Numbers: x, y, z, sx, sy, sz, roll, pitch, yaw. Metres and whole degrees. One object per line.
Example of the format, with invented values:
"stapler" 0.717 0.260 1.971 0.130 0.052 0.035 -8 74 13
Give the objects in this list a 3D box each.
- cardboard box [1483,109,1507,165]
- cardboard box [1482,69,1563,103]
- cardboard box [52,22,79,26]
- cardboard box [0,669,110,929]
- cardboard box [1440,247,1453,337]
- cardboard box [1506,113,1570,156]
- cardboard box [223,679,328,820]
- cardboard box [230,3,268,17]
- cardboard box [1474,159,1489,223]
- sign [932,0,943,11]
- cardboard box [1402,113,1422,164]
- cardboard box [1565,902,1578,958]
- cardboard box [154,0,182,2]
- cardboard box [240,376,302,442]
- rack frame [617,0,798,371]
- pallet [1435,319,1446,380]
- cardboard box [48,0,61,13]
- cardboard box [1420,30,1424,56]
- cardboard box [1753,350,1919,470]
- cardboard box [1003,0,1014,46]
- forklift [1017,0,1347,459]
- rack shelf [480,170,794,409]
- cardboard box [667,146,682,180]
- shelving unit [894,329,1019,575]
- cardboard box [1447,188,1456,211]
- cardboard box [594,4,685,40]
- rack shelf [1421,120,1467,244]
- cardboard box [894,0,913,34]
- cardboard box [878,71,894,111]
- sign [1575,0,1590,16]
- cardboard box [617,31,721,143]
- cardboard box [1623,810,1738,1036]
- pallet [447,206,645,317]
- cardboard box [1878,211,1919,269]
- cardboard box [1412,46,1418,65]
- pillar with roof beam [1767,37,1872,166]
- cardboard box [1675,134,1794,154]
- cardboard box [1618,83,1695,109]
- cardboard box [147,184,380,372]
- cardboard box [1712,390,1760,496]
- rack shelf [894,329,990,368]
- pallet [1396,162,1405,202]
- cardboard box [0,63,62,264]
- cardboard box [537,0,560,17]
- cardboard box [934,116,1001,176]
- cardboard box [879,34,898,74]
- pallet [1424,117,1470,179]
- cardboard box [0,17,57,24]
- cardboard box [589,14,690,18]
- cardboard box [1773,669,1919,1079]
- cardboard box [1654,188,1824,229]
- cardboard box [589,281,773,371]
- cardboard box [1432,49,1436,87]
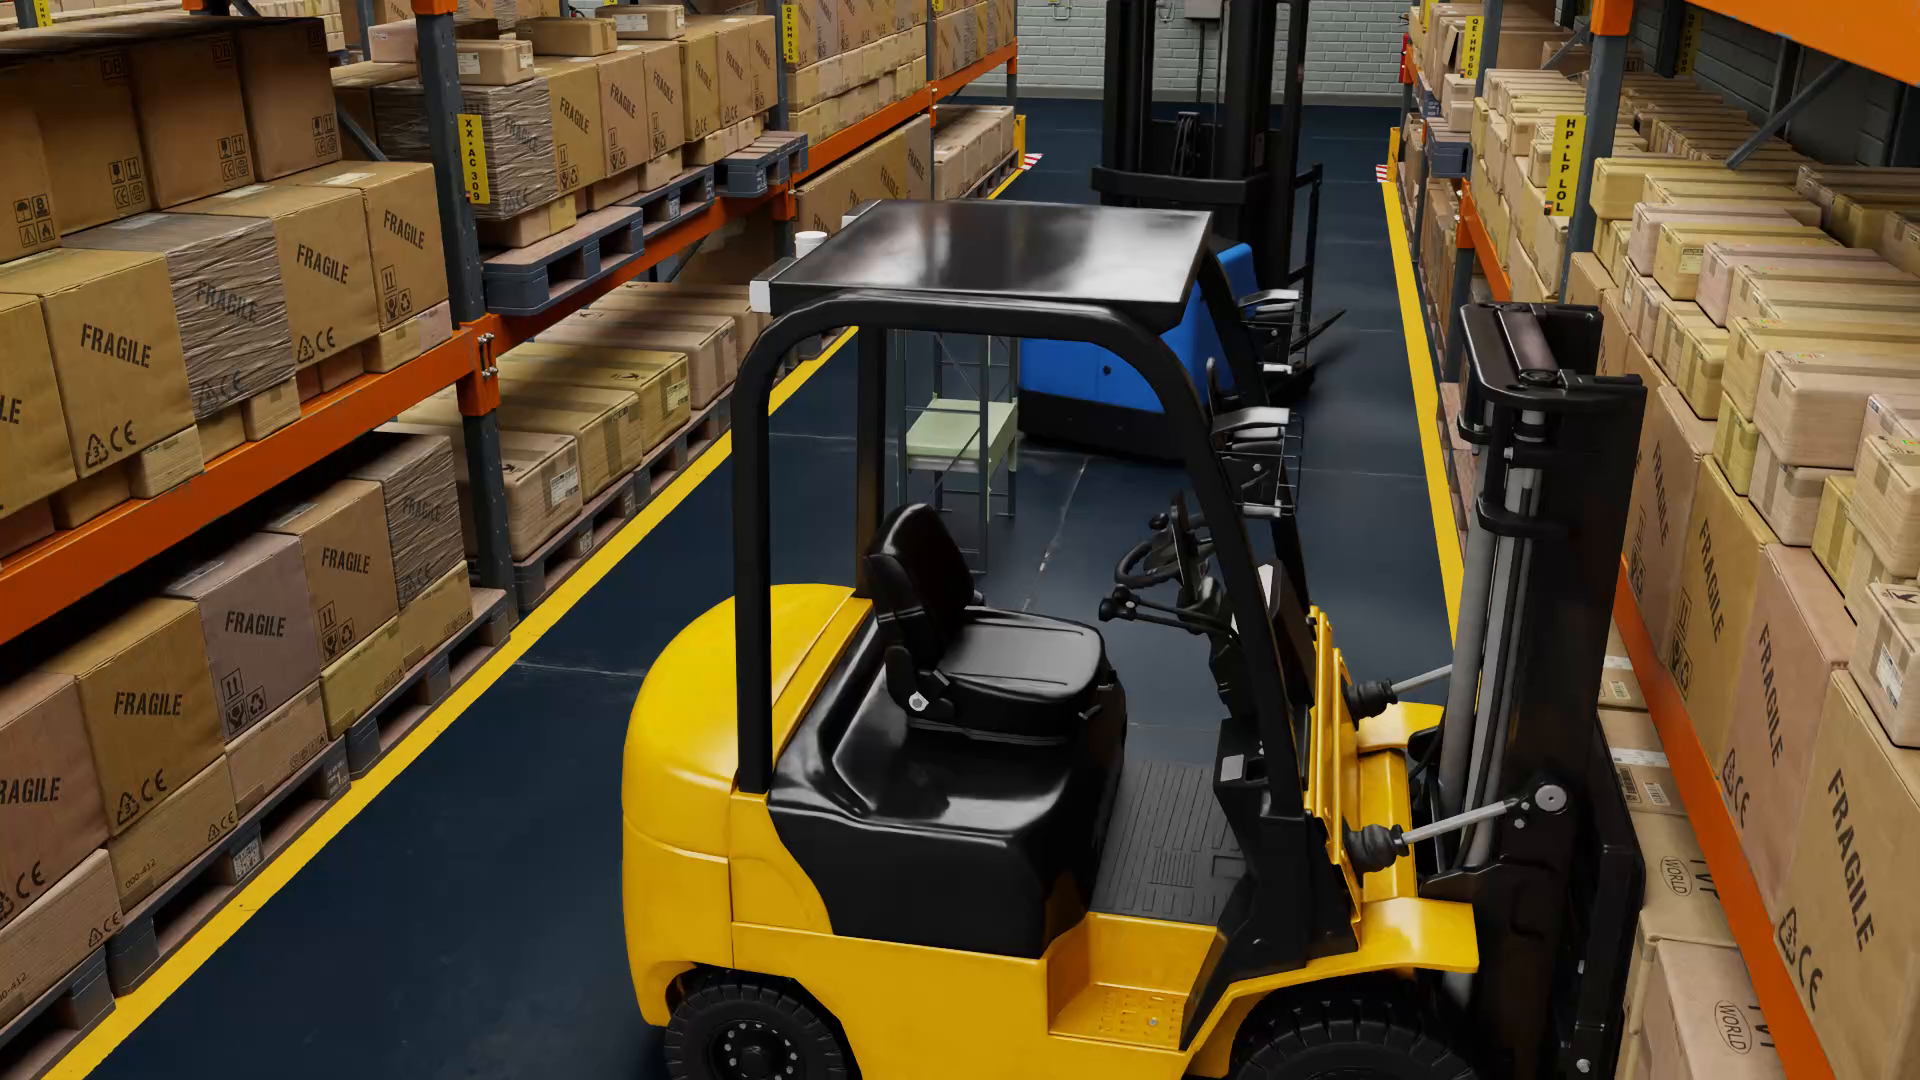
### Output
"cardboard box" 2.892 -1.980 8.285 0.500 0.250 0.500 5 23 13
"cardboard box" 2.971 -2.397 8.788 0.380 0.149 0.250 5 22 12
"cardboard box" -6.066 -3.468 11.428 0.380 0.149 0.250 4 22 9
"cardboard box" -2.626 0.663 4.306 0.500 0.500 0.500 4 22 9
"cardboard box" 3.313 -1.532 10.427 0.500 0.500 0.500 4 22 10
"cardboard box" 2.571 -1.743 7.163 0.380 0.149 0.250 4 22 9
"cardboard box" -2.416 0.640 5.367 0.500 0.250 0.500 5 22 12
"cardboard box" -5.692 -4.138 13.092 0.380 0.149 0.250 4 22 9
"cardboard box" 2.888 -1.747 8.377 0.500 0.250 0.500 4 22 10
"sign" -0.186 -4.446 13.435 0.100 0.325 0.005 4 22 11
"cardboard box" 4.740 -3.890 16.277 0.797 0.503 0.637 4 22 9
"cardboard box" 1.785 1.112 4.197 0.500 0.250 0.500 5 23 13
"cardboard box" -6.275 -4.282 13.449 0.380 0.149 0.250 4 22 10
"cardboard box" -2.323 -0.429 5.239 0.380 0.149 0.250 4 22 10
"rack frame" -1.535 -2.521 10.098 1.000 3.000 0.127 4 22 11
"pallet" 3.514 -1.121 10.353 1.003 0.211 1.213 4 22 11
"cardboard box" -9.753 -5.511 17.324 0.500 0.250 0.500 4 22 11
"cardboard box" 4.209 -4.246 14.183 0.500 0.250 0.500 4 22 11
"cardboard box" 1.674 -0.230 3.009 0.380 0.149 0.250 5 22 12
"cardboard box" 0.258 -5.296 16.856 0.500 0.500 0.500 5 22 11
"forklift" 1.507 -2.284 9.601 1.130 2.935 3.031 13 25 29
"rack shelf" -1.943 -1.456 8.416 1.077 0.370 4.000 4 22 11
"cardboard box" -1.610 -1.889 8.302 0.380 0.149 0.250 4 22 9
"shelving unit" -0.001 -0.693 7.567 0.431 1.500 0.755 4 22 11
"cardboard box" 3.602 -2.350 11.588 0.380 0.149 0.250 5 23 13
"cardboard box" -1.593 -2.581 8.285 0.380 0.149 0.250 3 22 8
"rack shelf" 3.733 -2.542 11.112 1.077 0.370 4.000 4 22 11
"cardboard box" -0.663 -4.122 12.600 0.500 0.500 0.500 5 22 12
"cardboard box" -0.790 -3.362 12.386 0.500 0.250 0.500 4 22 9
"sign" 4.685 -4.103 12.476 0.100 0.325 0.005 4 22 11
"cardboard box" -1.552 -2.338 8.549 0.500 0.500 0.500 3 22 7
"cardboard box" 1.673 0.834 3.547 0.500 0.250 0.500 5 22 12
"pallet" -2.053 -1.237 7.168 1.003 0.211 1.213 4 22 11
"cardboard box" 2.617 -0.744 4.285 0.380 0.149 0.250 4 22 10
"cardboard box" 4.310 -4.386 15.066 0.380 0.149 0.250 4 22 9
"pillar with roof beam" -0.273 -4.709 7.501 9.100 9.000 0.400 4 22 11
"cardboard box" 3.056 -1.510 6.585 0.380 0.149 0.250 4 22 11
"cardboard box" 3.400 -2.162 8.206 0.380 0.149 0.250 4 22 11
"cardboard box" -2.297 -0.872 5.472 0.500 0.500 0.500 5 23 13
"cardboard box" 1.727 -0.185 3.294 0.380 0.149 0.250 5 22 11
"rack shelf" -0.001 -1.055 7.422 0.431 0.370 0.720 4 22 11
"pallet" 4.780 -3.457 16.154 1.003 0.211 1.213 4 22 11
"cardboard box" -2.925 -0.997 4.445 0.700 0.500 0.500 4 22 11
"cardboard box" -4.609 -5.787 17.676 0.500 0.500 0.500 5 22 12
"cardboard box" -0.118 -3.869 16.312 0.875 0.438 0.875 5 22 12
"cardboard box" -0.766 -3.593 12.291 0.500 0.250 0.500 5 22 12
"pallet" 3.394 -2.308 9.826 1.213 0.211 1.003 4 22 11
"cardboard box" -6.644 -3.617 11.798 0.380 0.149 0.250 5 23 13
"cardboard box" -1.854 -2.753 9.580 0.500 0.500 0.500 4 22 9
"cardboard box" 1.536 0.536 2.375 0.500 0.500 0.500 4 22 10
"cardboard box" 2.145 -0.876 4.613 0.380 0.149 0.250 4 22 10
"cardboard box" -1.660 -1.291 9.999 0.950 0.372 0.625 3 22 7
"cardboard box" 3.482 -3.260 11.552 0.396 0.266 0.258 6 23 14
